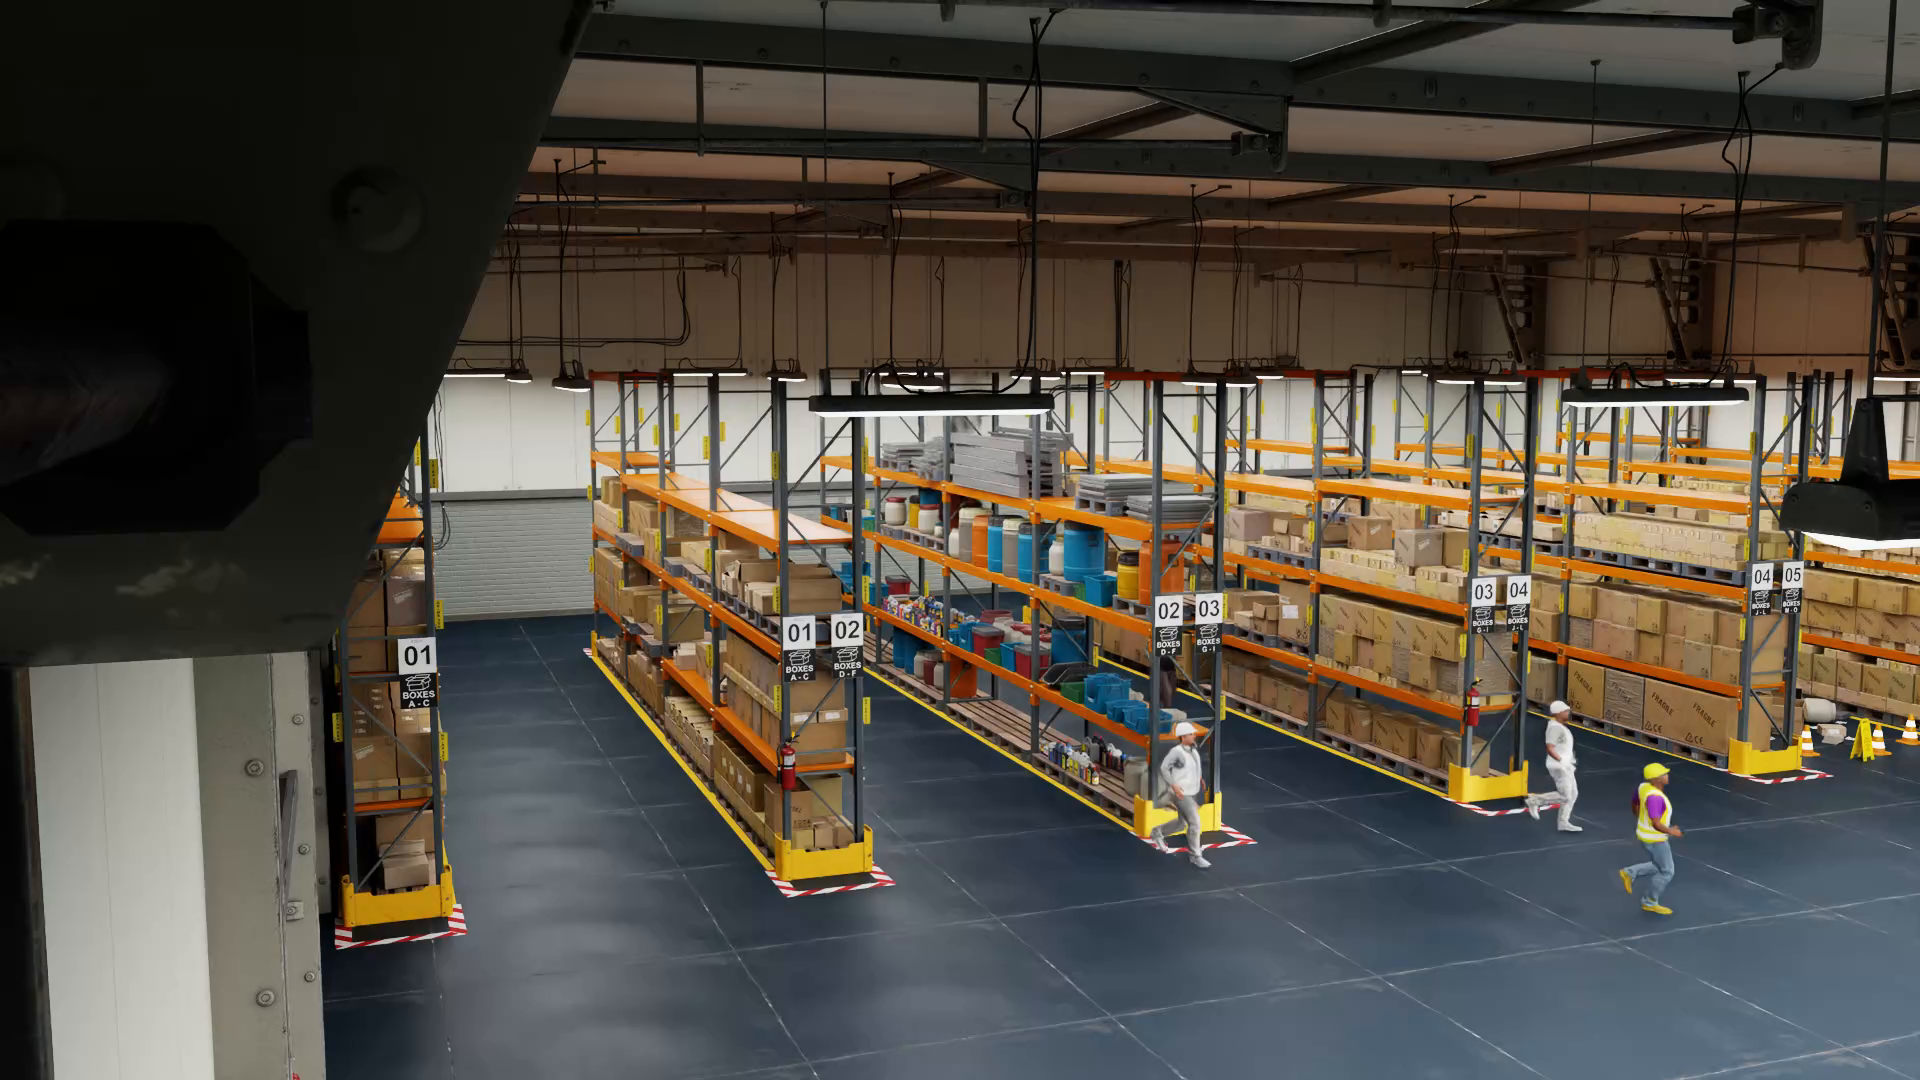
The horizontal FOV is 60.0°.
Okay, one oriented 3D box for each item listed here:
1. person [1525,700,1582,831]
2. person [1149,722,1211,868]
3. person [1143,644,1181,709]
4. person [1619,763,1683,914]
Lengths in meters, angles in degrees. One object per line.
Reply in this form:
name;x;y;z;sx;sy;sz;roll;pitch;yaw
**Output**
person;7.944;3.003;22.183;0.727;1.747;0.700;2;7;21
person;2.765;3.152;20.788;0.885;1.781;0.678;4;7;30
person;3.541;2.273;28.847;0.669;1.695;0.860;-4;7;-29
person;7.859;3.377;18.904;0.612;1.725;0.736;1;6;9
